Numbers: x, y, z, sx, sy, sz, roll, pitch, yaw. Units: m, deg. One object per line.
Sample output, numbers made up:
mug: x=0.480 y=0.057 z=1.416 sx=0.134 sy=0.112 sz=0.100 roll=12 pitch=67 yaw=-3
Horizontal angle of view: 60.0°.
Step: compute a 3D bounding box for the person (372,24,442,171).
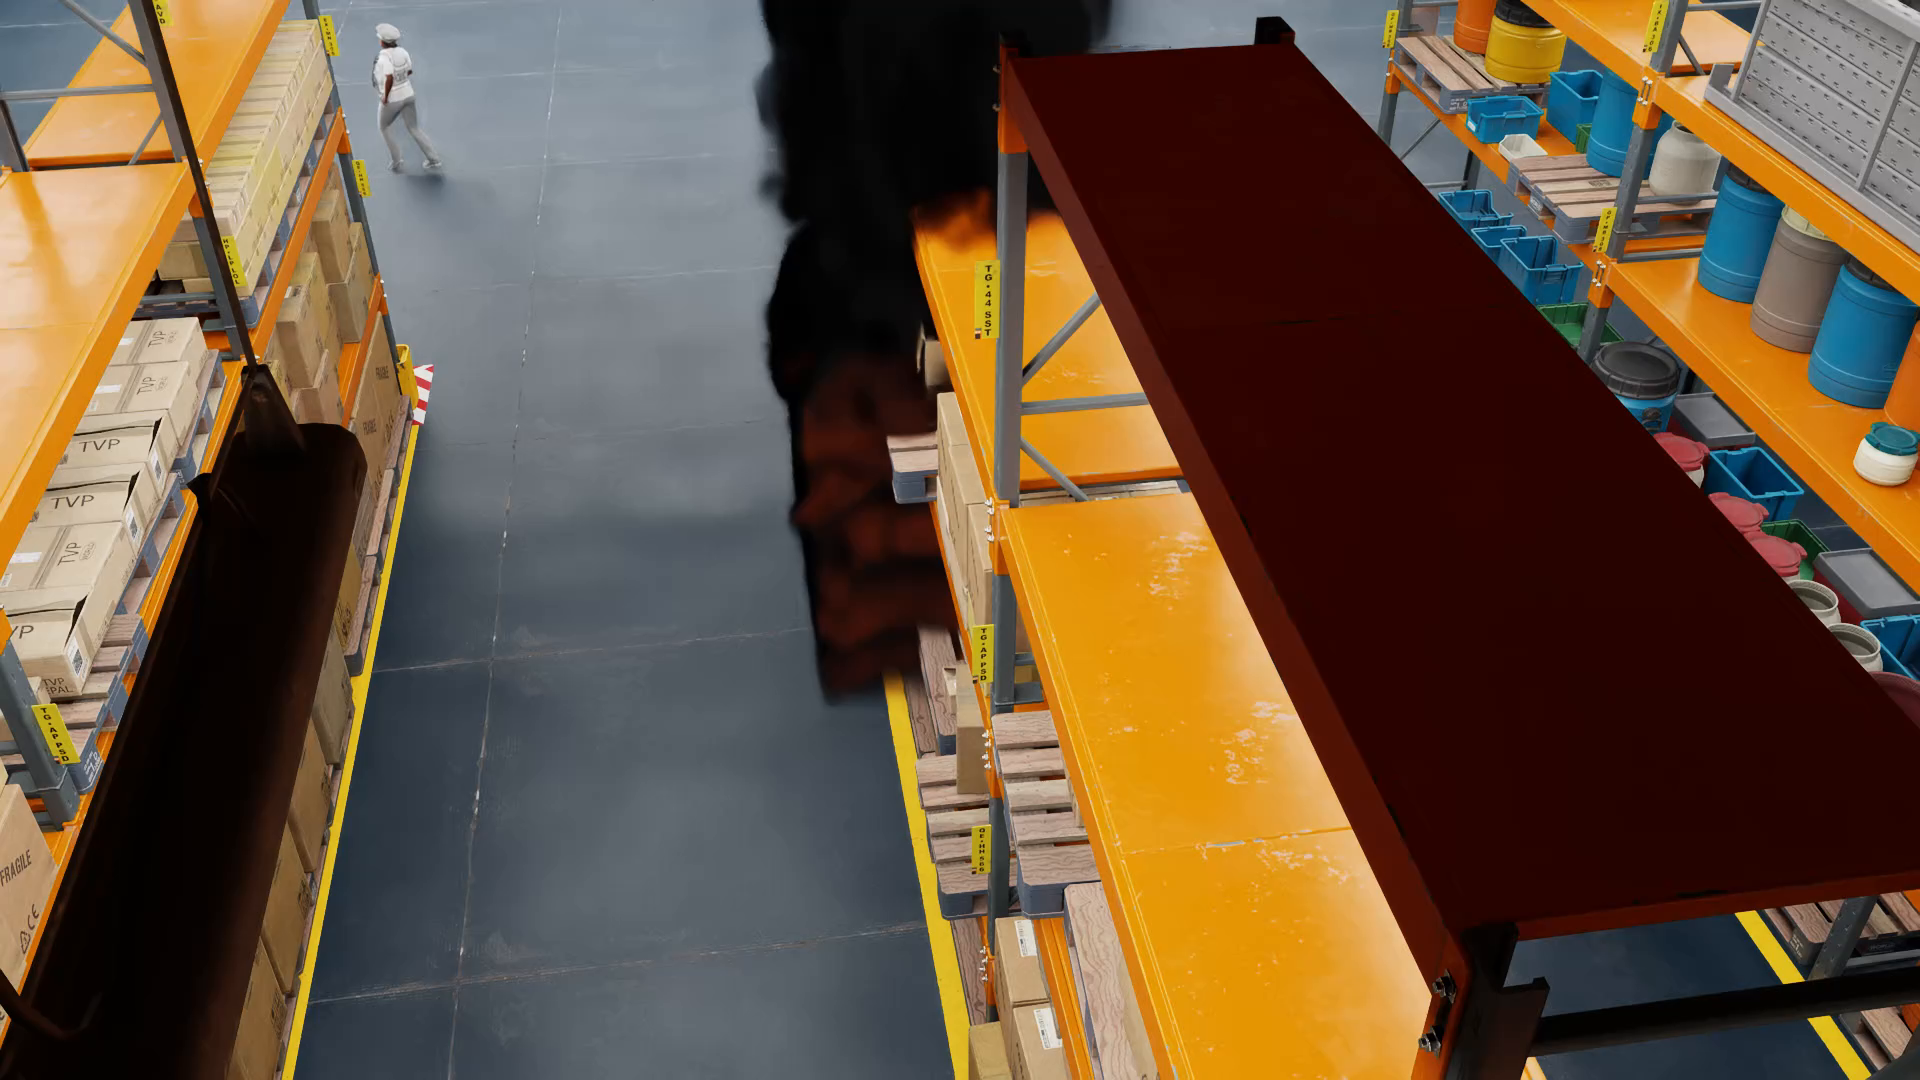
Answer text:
person: x=-6.314 y=-4.940 z=18.774 sx=0.759 sy=1.750 sz=0.581 roll=20 pitch=41 yaw=25
